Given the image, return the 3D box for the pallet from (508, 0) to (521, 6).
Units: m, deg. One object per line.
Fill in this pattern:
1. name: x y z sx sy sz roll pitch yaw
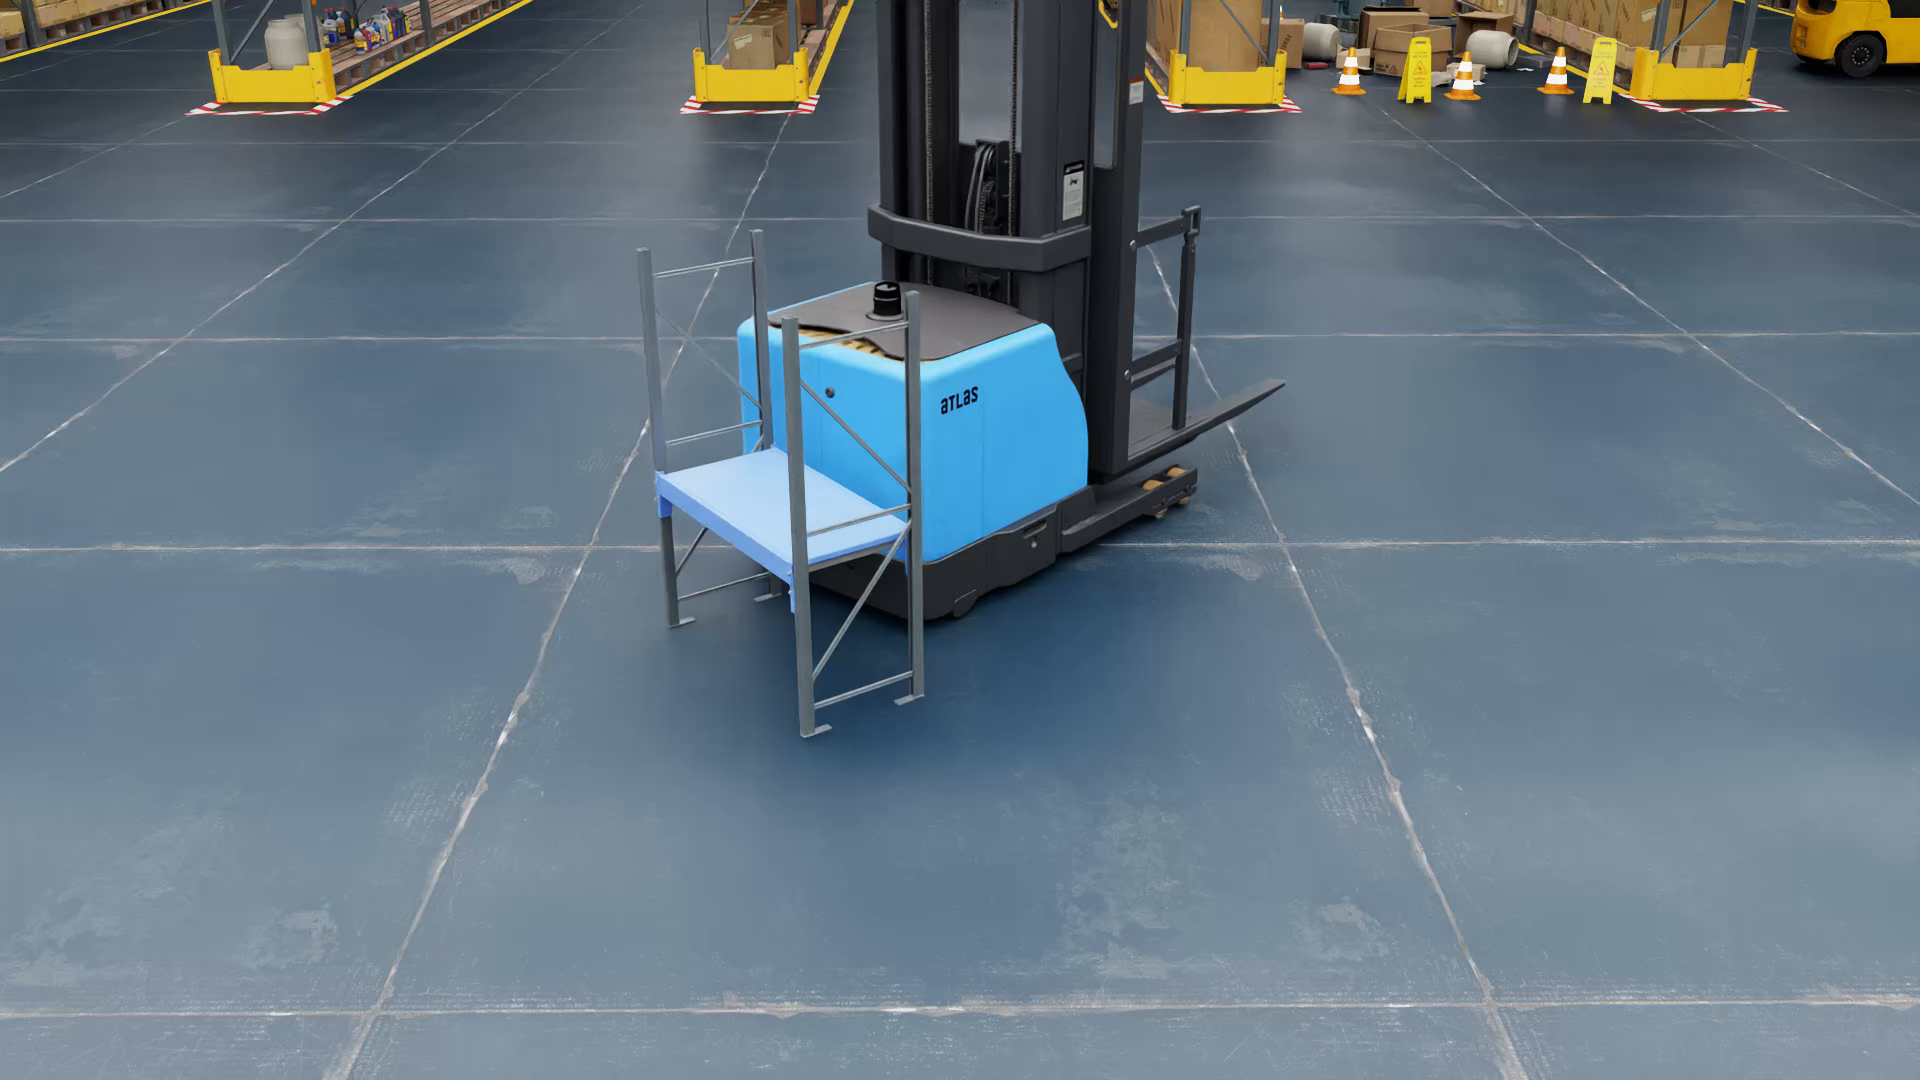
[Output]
1. pallet: -7.273 -8.320 25.390 1.003 0.211 1.213 0 24 -1

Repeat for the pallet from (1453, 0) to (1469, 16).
1. pallet: 7.646 -7.740 24.107 1.003 0.211 1.213 0 24 -1

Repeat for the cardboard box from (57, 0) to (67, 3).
1. cardboard box: -11.888 -7.169 21.607 0.500 0.311 0.500 -1 24 -1

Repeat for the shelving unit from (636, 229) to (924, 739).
1. shelving unit: -0.639 -0.232 5.942 0.538 1.500 1.048 -17 29 -32

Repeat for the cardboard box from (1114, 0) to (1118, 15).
1. cardboard box: 2.631 -7.440 22.280 1.050 0.750 0.750 0 24 -1

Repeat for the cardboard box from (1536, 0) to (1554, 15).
1. cardboard box: 7.419 -6.720 20.386 0.500 0.500 0.500 1 24 2

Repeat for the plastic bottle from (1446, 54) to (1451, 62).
1. plastic bottle: 5.822 -5.805 20.012 0.133 0.061 0.283 4 25 9

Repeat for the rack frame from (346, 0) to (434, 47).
1. rack frame: -7.179 -7.618 20.453 1.000 3.000 0.127 0 24 -1

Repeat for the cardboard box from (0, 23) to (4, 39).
1. cardboard box: -11.913 -6.139 20.011 0.500 0.250 0.500 0 24 -1

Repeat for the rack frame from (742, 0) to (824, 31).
1. rack frame: -2.227 -7.640 20.502 1.000 3.000 0.127 0 24 -1

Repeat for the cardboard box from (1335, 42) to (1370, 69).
1. cardboard box: 4.595 -5.675 19.475 0.396 0.266 0.258 4 25 9

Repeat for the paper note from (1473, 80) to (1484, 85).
1. paper note: 5.726 -5.064 18.409 0.148 0.019 0.142 -9 26 -19

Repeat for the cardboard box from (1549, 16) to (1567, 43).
1. cardboard box: 7.436 -6.159 20.054 0.500 0.250 0.500 1 24 2

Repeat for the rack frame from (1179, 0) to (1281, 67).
1. rack frame: 2.778 -5.972 16.815 1.000 3.000 0.127 0 24 -1

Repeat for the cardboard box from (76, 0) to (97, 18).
1. cardboard box: -11.902 -7.127 22.195 0.500 0.250 0.500 -1 24 -2

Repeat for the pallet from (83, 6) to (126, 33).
1. pallet: -12.196 -7.134 22.767 1.003 0.211 1.213 0 24 -1

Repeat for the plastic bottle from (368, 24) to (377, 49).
1. plastic bottle: -6.849 -5.858 19.338 0.097 0.271 0.097 0 24 0

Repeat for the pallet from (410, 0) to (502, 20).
1. pallet: -7.253 -7.676 23.966 1.003 0.211 1.213 0 24 -1

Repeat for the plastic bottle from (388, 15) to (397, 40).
1. plastic bottle: -6.838 -6.170 20.015 0.061 0.283 0.133 1 24 3

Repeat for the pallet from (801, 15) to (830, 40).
1. pallet: -2.237 -6.690 21.786 1.003 0.211 1.213 0 24 -1

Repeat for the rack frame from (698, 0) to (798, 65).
1. rack frame: -2.183 -5.992 16.858 1.000 3.000 0.127 0 24 -1

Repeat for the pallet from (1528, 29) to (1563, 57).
1. pallet: 7.726 -6.137 20.564 1.003 0.211 1.213 0 24 -1

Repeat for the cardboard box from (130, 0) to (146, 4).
1. cardboard box: -11.917 -7.756 23.585 0.500 0.250 0.500 -1 24 -1

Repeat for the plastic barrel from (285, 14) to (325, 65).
1. plastic barrel: -7.225 -5.504 18.290 0.421 0.512 0.421 0 24 0

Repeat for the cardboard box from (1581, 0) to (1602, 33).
1. cardboard box: 7.449 -6.068 18.944 0.500 0.500 0.500 -1 24 -2

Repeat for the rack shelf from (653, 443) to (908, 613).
1. rack shelf: -0.639 -0.068 6.016 0.538 0.185 1.000 -17 29 -32

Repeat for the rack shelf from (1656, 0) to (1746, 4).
1. rack shelf: 7.705 -6.532 18.927 1.077 0.370 4.000 0 24 -1

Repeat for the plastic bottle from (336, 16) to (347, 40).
1. plastic bottle: -7.463 -6.181 20.054 0.097 0.271 0.097 0 24 0

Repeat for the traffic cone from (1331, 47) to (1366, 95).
1. traffic cone: 4.192 -5.042 17.836 0.336 0.463 0.334 0 24 -1

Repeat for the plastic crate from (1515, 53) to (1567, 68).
1. plastic crate: 6.880 -5.703 19.764 0.402 0.080 0.583 -9 26 -19

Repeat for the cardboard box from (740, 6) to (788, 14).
1. cardboard box: -2.202 -5.806 18.970 0.500 0.500 0.500 2 24 4

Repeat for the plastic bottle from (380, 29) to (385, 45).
1. plastic bottle: -6.852 -5.951 19.630 0.097 0.201 0.097 0 24 0

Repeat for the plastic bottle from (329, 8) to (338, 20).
1. plastic bottle: -7.585 -6.277 20.168 0.144 0.351 0.185 0 24 1

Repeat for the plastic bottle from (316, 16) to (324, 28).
1. plastic bottle: -7.579 -6.024 19.609 0.144 0.351 0.185 0 24 -1

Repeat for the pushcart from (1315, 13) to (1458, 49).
1. pushcart: 5.404 -6.459 21.073 1.648 0.377 0.936 -9 26 -19

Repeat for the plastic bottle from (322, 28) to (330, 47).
1. plastic bottle: -7.456 -5.897 19.511 0.097 0.201 0.097 0 24 0

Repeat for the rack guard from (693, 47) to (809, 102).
1. rack guard: -2.184 -4.884 17.442 1.175 0.500 0.348 0 24 -1

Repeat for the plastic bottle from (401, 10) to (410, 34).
1. plastic bottle: -6.844 -6.384 20.487 0.061 0.283 0.133 1 24 2

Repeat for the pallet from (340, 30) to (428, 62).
1. pallet: -7.214 -6.070 20.415 1.003 0.211 1.213 0 24 -1

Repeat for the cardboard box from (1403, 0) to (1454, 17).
1. cardboard box: 5.903 -6.870 20.914 0.500 0.500 0.500 0 24 -1

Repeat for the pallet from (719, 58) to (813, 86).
1. pallet: -2.157 -5.087 18.242 1.003 0.211 1.213 0 24 -1

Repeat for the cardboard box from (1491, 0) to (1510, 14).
1. cardboard box: 7.663 -7.191 22.188 0.950 0.372 0.625 1 24 3

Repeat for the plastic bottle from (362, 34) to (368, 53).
1. plastic bottle: -6.845 -5.686 19.044 0.097 0.201 0.097 0 24 0

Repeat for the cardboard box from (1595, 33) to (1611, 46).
1. cardboard box: 7.451 -5.520 18.642 0.500 0.250 0.500 0 24 0

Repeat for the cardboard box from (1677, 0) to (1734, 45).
1. cardboard box: 7.993 -5.660 18.041 0.500 0.500 0.500 -1 24 -2

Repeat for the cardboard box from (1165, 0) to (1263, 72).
1. cardboard box: 2.704 -5.475 17.783 0.875 0.875 0.875 0 24 0

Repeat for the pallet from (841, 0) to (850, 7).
1. pallet: -2.203 -8.343 25.440 1.003 0.211 1.213 0 24 -1

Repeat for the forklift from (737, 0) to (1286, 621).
1. forklift: 0.436 -1.557 7.136 1.130 2.935 3.031 19 31 36

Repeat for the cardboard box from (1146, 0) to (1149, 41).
1. cardboard box: 2.671 -6.584 20.237 0.875 0.875 0.875 0 24 0

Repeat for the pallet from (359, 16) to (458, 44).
1. pallet: -7.227 -6.670 21.742 1.003 0.211 1.213 0 24 -1

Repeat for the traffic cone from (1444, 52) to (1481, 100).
1. traffic cone: 5.326 -4.907 17.537 0.336 0.463 0.334 0 24 -1

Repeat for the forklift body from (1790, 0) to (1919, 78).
1. forklift body: 10.845 -6.446 18.893 2.313 2.155 1.214 0 24 -1

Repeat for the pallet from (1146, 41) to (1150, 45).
1. pallet: 2.664 -6.036 20.340 1.003 0.211 1.213 0 24 -1

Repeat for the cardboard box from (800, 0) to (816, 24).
1. cardboard box: -2.212 -6.954 21.486 0.700 0.500 0.500 -2 24 -5

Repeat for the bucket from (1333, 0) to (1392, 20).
1. bucket: 5.041 -6.776 20.719 0.726 0.611 0.620 8 16 18

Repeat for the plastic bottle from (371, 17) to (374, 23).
1. plastic bottle: -6.981 -6.093 19.844 0.061 0.283 0.133 0 24 -1
